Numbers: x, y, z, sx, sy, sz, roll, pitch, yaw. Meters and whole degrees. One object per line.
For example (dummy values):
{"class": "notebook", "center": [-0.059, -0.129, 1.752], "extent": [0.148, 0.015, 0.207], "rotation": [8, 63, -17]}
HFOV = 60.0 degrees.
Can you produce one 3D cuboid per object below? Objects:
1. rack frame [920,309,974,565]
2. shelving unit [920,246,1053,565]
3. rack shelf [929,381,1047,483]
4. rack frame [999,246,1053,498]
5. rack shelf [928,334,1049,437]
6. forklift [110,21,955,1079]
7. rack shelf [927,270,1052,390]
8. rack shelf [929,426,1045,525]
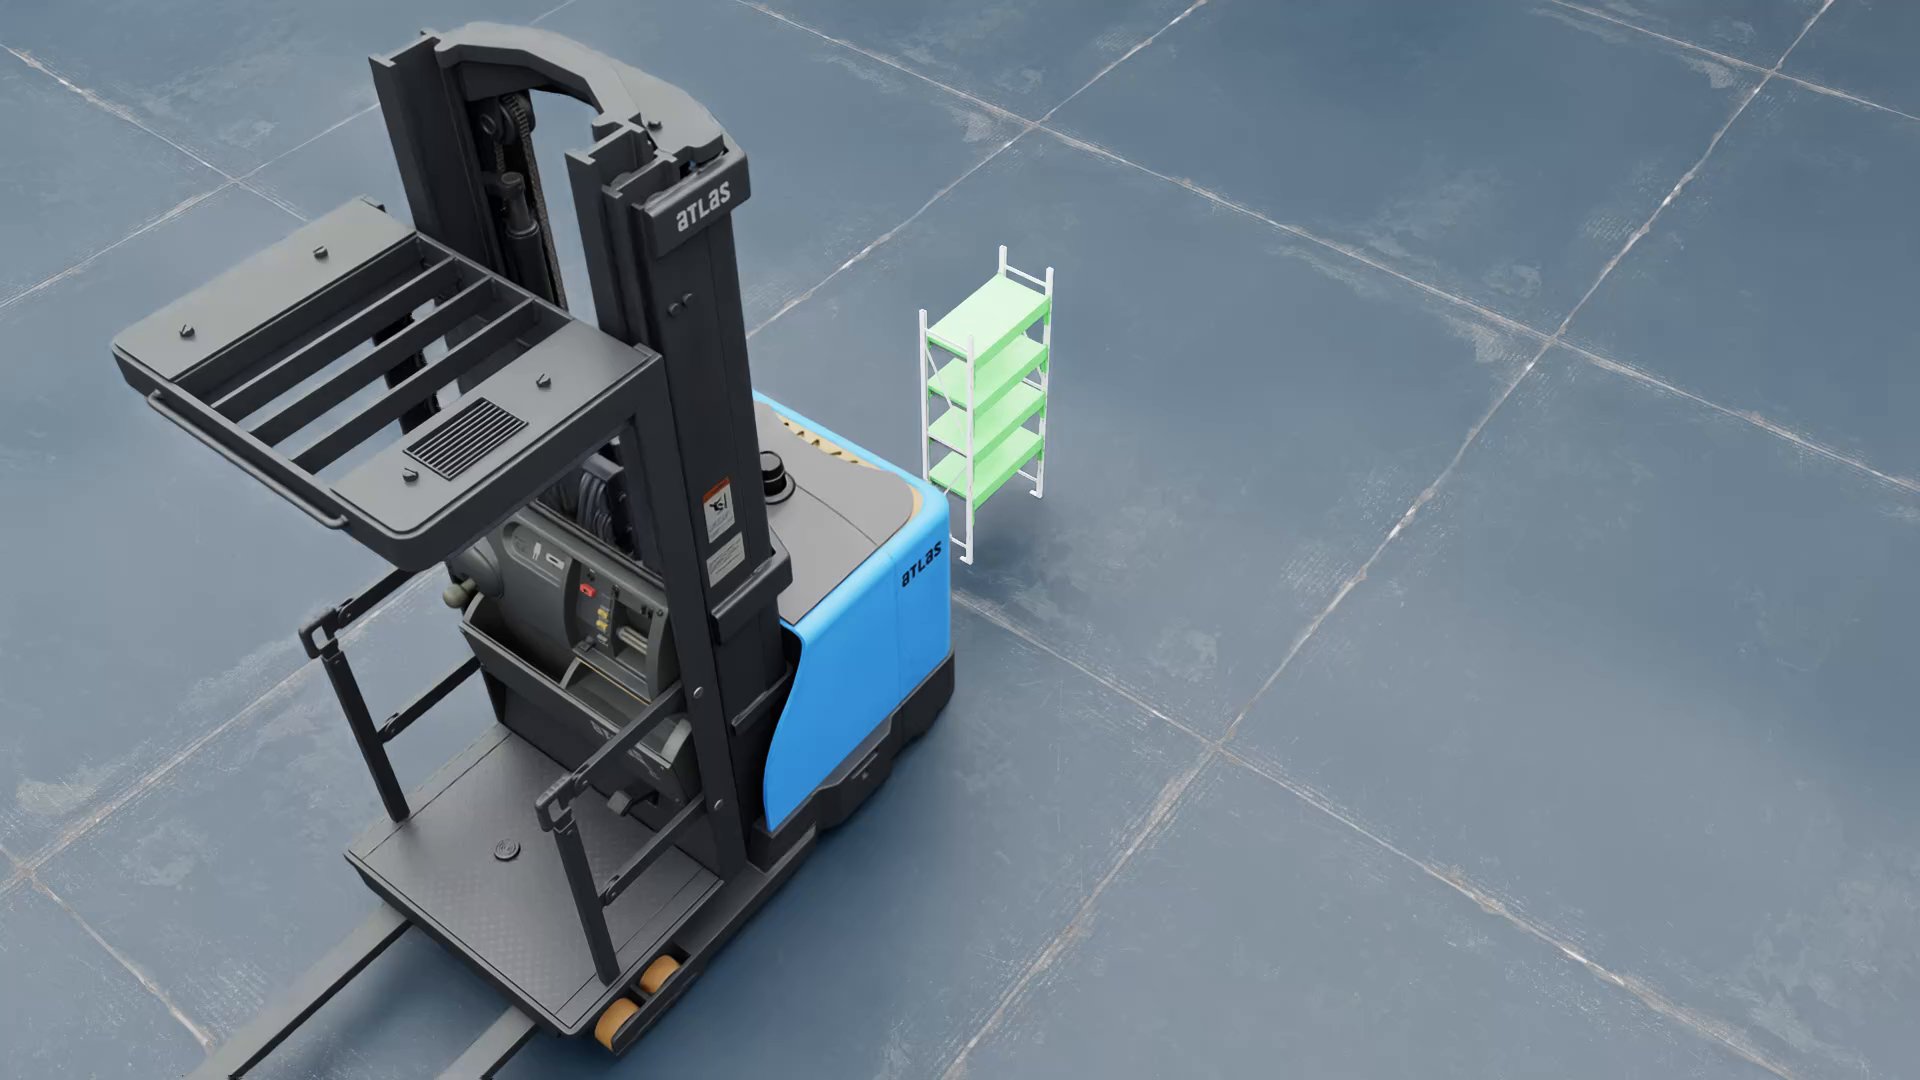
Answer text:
{"class": "rack frame", "center": [-0.048, -0.370, 6.438], "extent": [0.240, 1.200, 0.015], "rotation": [29, 53, 25]}
{"class": "shelving unit", "center": [0.101, -0.509, 6.571], "extent": [0.258, 1.200, 0.503], "rotation": [29, 53, 25]}
{"class": "rack shelf", "center": [0.101, -0.465, 6.618], "extent": [0.258, 0.148, 0.480], "rotation": [29, 53, 25]}
{"class": "rack frame", "center": [0.250, -0.649, 6.705], "extent": [0.240, 1.200, 0.015], "rotation": [29, 53, 25]}
{"class": "rack shelf", "center": [0.101, -0.631, 6.444], "extent": [0.258, 0.148, 0.480], "rotation": [29, 53, 25]}
{"class": "forklift", "center": [-1.312, 0.217, 4.681], "extent": [1.130, 2.935, 3.031], "rotation": [29, 53, 25]}
{"class": "rack shelf", "center": [0.101, -0.797, 6.270], "extent": [0.258, 0.148, 0.480], "rotation": [29, 53, 25]}
{"class": "rack shelf", "center": [0.101, -0.299, 6.791], "extent": [0.258, 0.148, 0.480], "rotation": [29, 53, 25]}
